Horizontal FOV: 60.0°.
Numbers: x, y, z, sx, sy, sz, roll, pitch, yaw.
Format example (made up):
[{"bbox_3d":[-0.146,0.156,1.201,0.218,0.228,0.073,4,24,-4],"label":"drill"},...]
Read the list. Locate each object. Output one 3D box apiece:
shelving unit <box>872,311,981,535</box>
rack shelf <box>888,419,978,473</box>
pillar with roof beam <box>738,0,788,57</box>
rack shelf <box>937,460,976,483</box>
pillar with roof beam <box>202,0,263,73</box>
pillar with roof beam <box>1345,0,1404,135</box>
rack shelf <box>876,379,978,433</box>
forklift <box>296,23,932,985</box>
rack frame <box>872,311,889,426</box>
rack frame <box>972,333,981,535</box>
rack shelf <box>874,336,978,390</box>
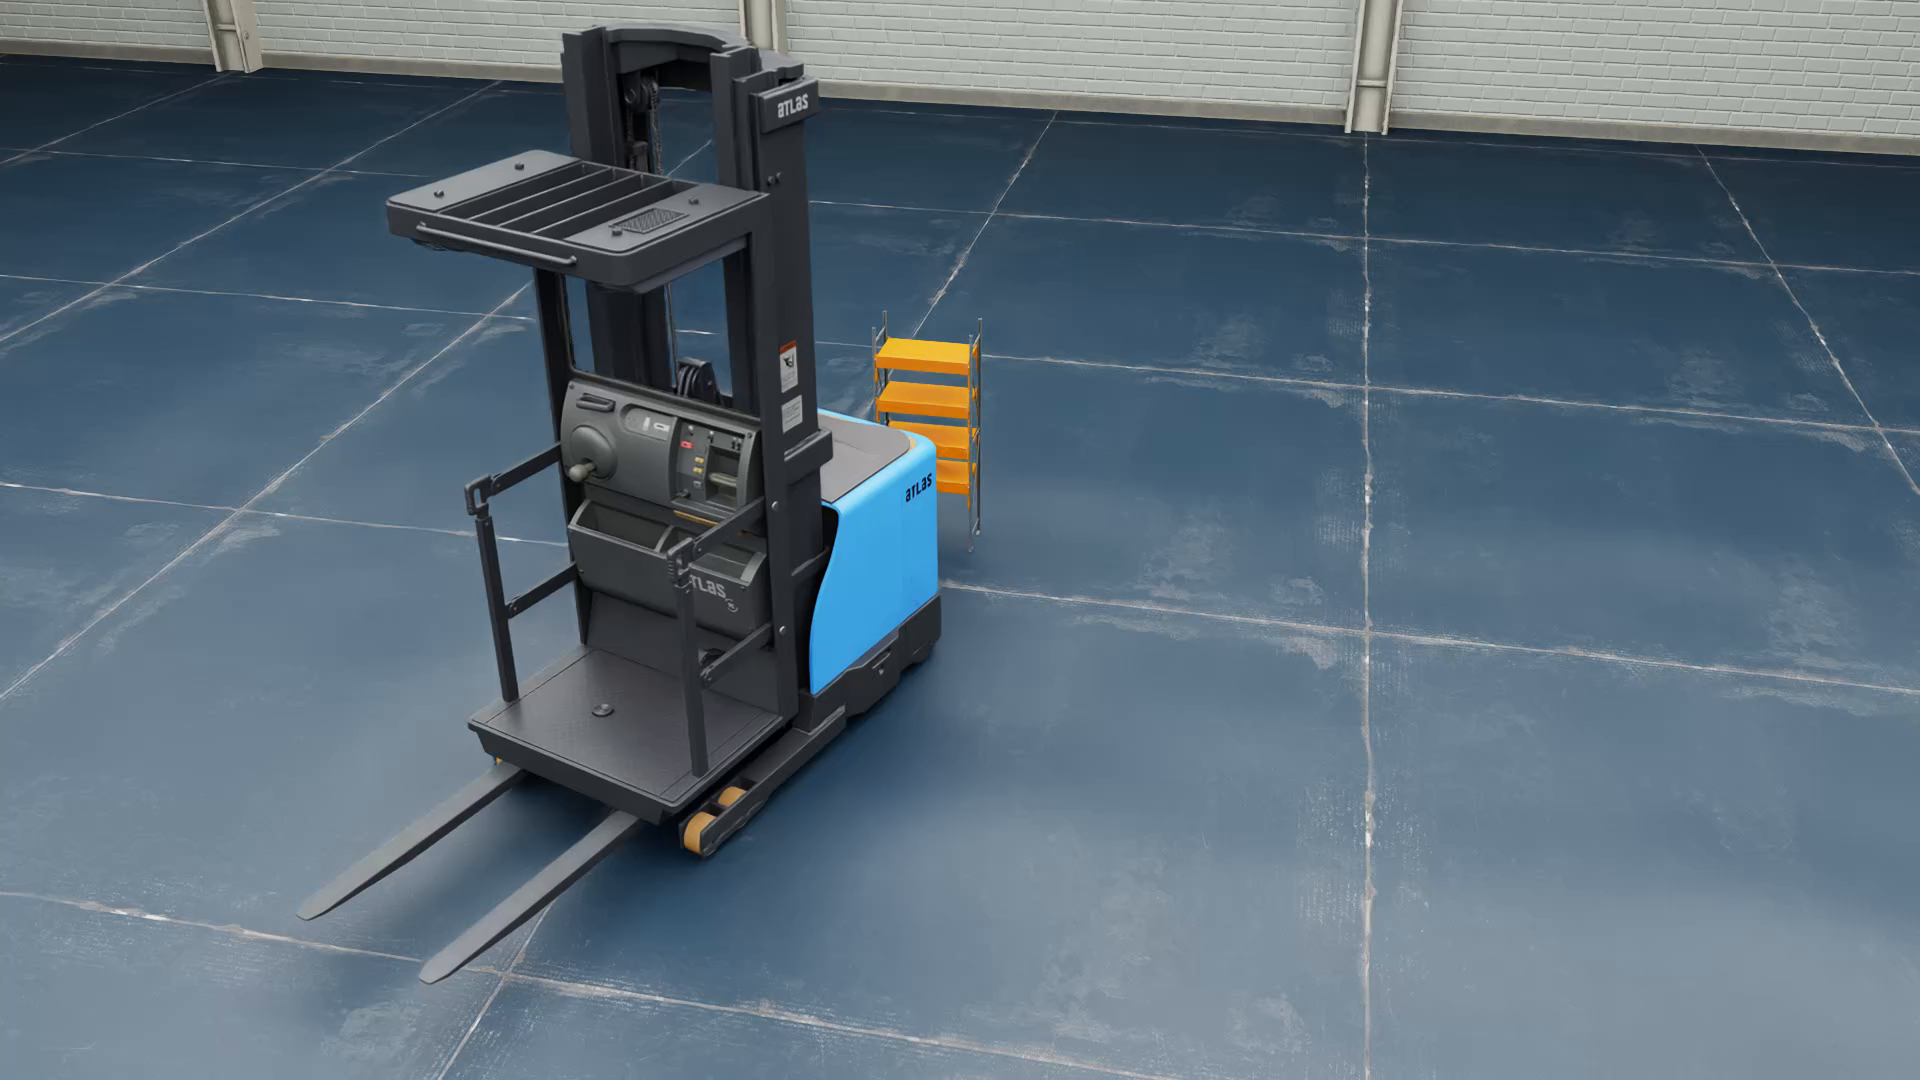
[{"bbox_3d":[-0.164,-0.543,8.493,0.499,1.200,0.258,6,29,11],"label":"shelving unit"},{"bbox_3d":[-0.162,-0.484,8.525,0.480,0.148,0.258,6,29,11],"label":"rack shelf"},{"bbox_3d":[-2.875,-6.463,11.184,0.400,9.000,9.100,6,29,11],"label":"pillar with roof beam"},{"bbox_3d":[-0.162,-0.357,8.594,0.457,0.021,0.221,6,29,11],"label":"rack shelf"},{"bbox_3d":[-8.743,-7.065,12.283,0.400,9.000,9.100,6,29,11],"label":"pillar with roof beam"},{"bbox_3d":[2.992,-5.861,10.085,0.400,9.000,9.100,6,29,11],"label":"pillar with roof beam"},{"bbox_3d":[-0.162,-0.680,8.417,0.480,0.148,0.258,6,29,11],"label":"rack shelf"},{"bbox_3d":[-1.284,-0.309,6.261,1.121,2.935,3.031,16,33,27],"label":"forklift"},{"bbox_3d":[-0.401,-0.567,8.537,0.015,1.200,0.240,6,29,11],"label":"rack frame"},{"bbox_3d":[0.077,-0.519,8.448,0.006,1.046,0.228,6,29,11],"label":"rack frame"},{"bbox_3d":[-0.162,-0.888,8.304,0.480,0.148,0.258,6,29,11],"label":"rack shelf"}]
